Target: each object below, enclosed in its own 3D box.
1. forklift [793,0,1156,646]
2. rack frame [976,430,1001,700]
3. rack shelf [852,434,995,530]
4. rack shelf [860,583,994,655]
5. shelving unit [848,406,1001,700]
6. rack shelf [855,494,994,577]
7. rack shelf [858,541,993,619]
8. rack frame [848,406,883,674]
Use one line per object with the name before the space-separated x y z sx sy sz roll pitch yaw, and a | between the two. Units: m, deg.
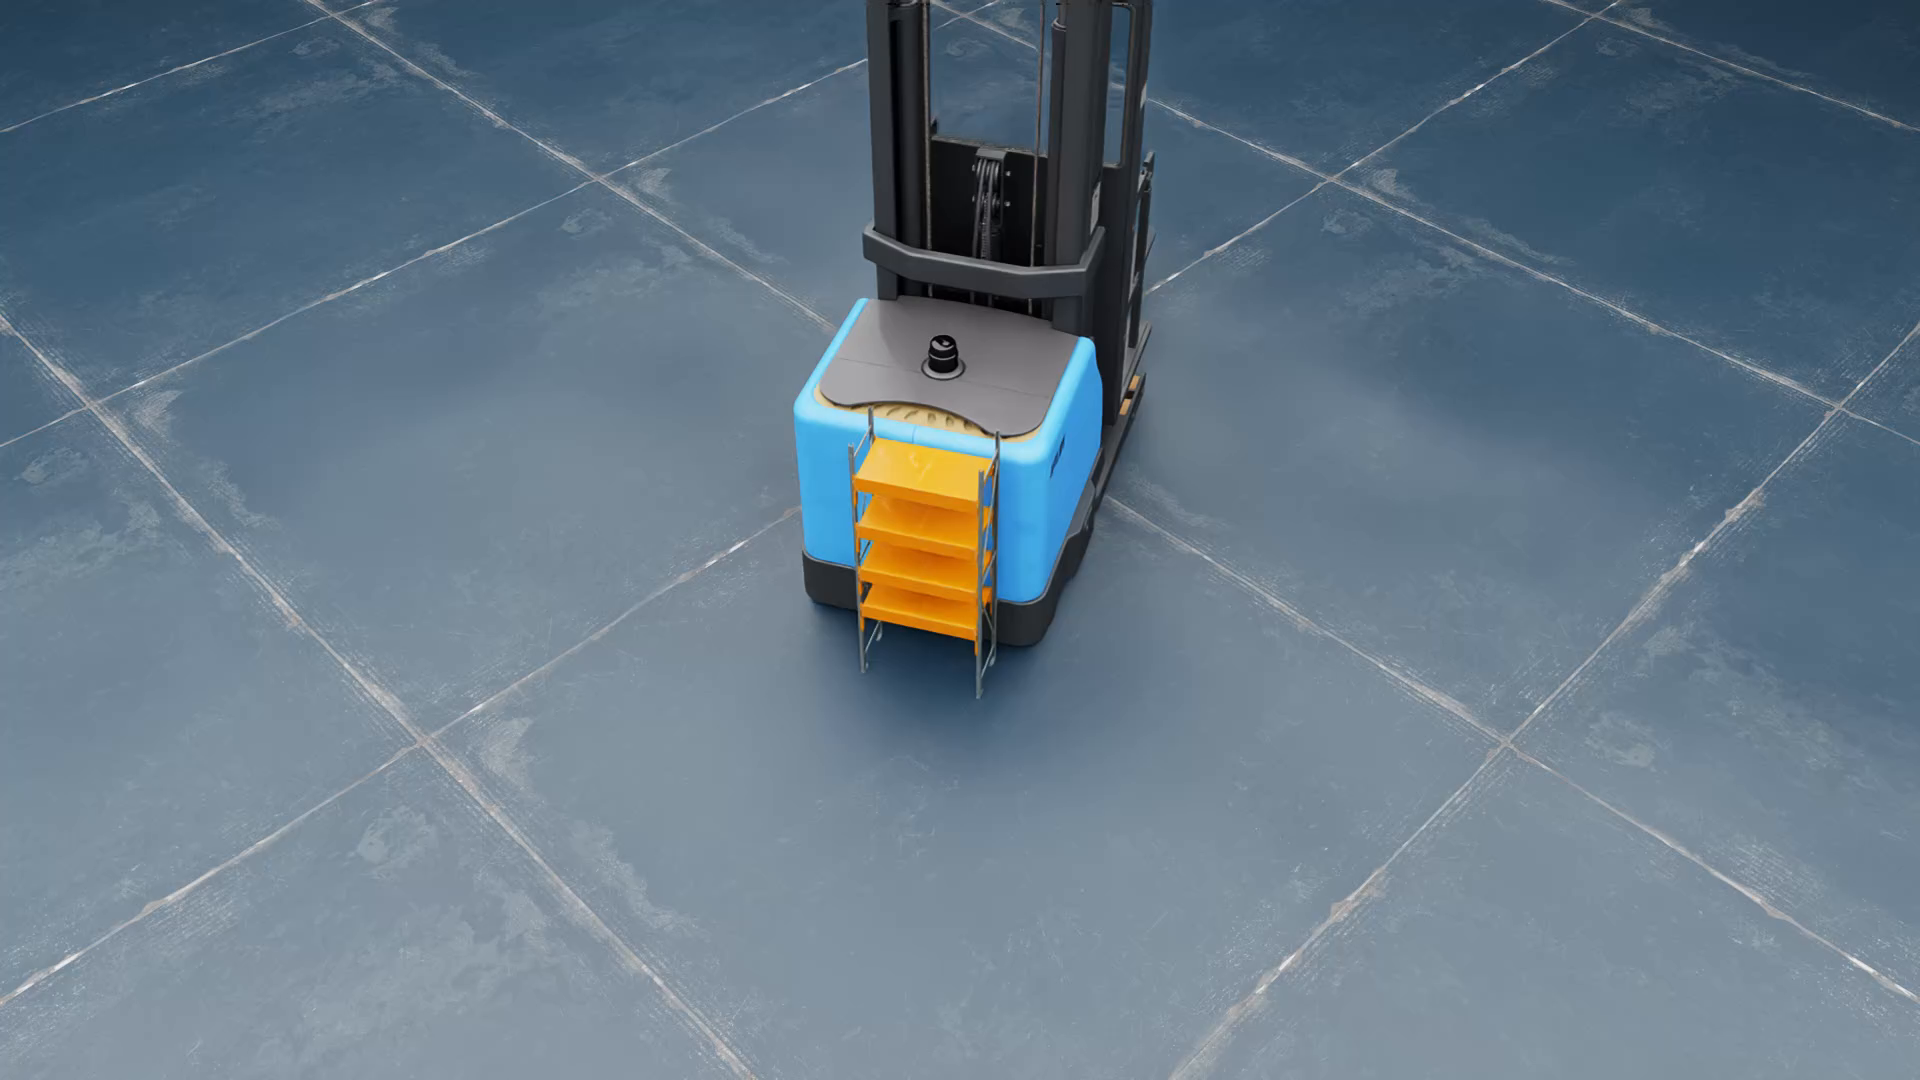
forklift | 0.265 -1.658 7.002 1.130 2.935 3.031 12 44 13
rack frame | 0.106 0.121 6.352 0.015 1.200 0.240 11 44 12
rack shelf | -0.127 -0.215 6.137 0.480 0.148 0.258 11 44 12
rack shelf | -0.127 0.269 6.584 0.480 0.148 0.258 11 44 12
shelving unit | -0.127 0.074 6.404 0.503 1.200 0.258 11 44 12
rack shelf | -0.127 -0.041 6.297 0.480 0.148 0.258 11 44 12
rack shelf | -0.127 0.123 6.449 0.480 0.148 0.258 11 44 12
rack frame | -0.361 0.026 6.455 0.015 1.200 0.240 11 44 12
